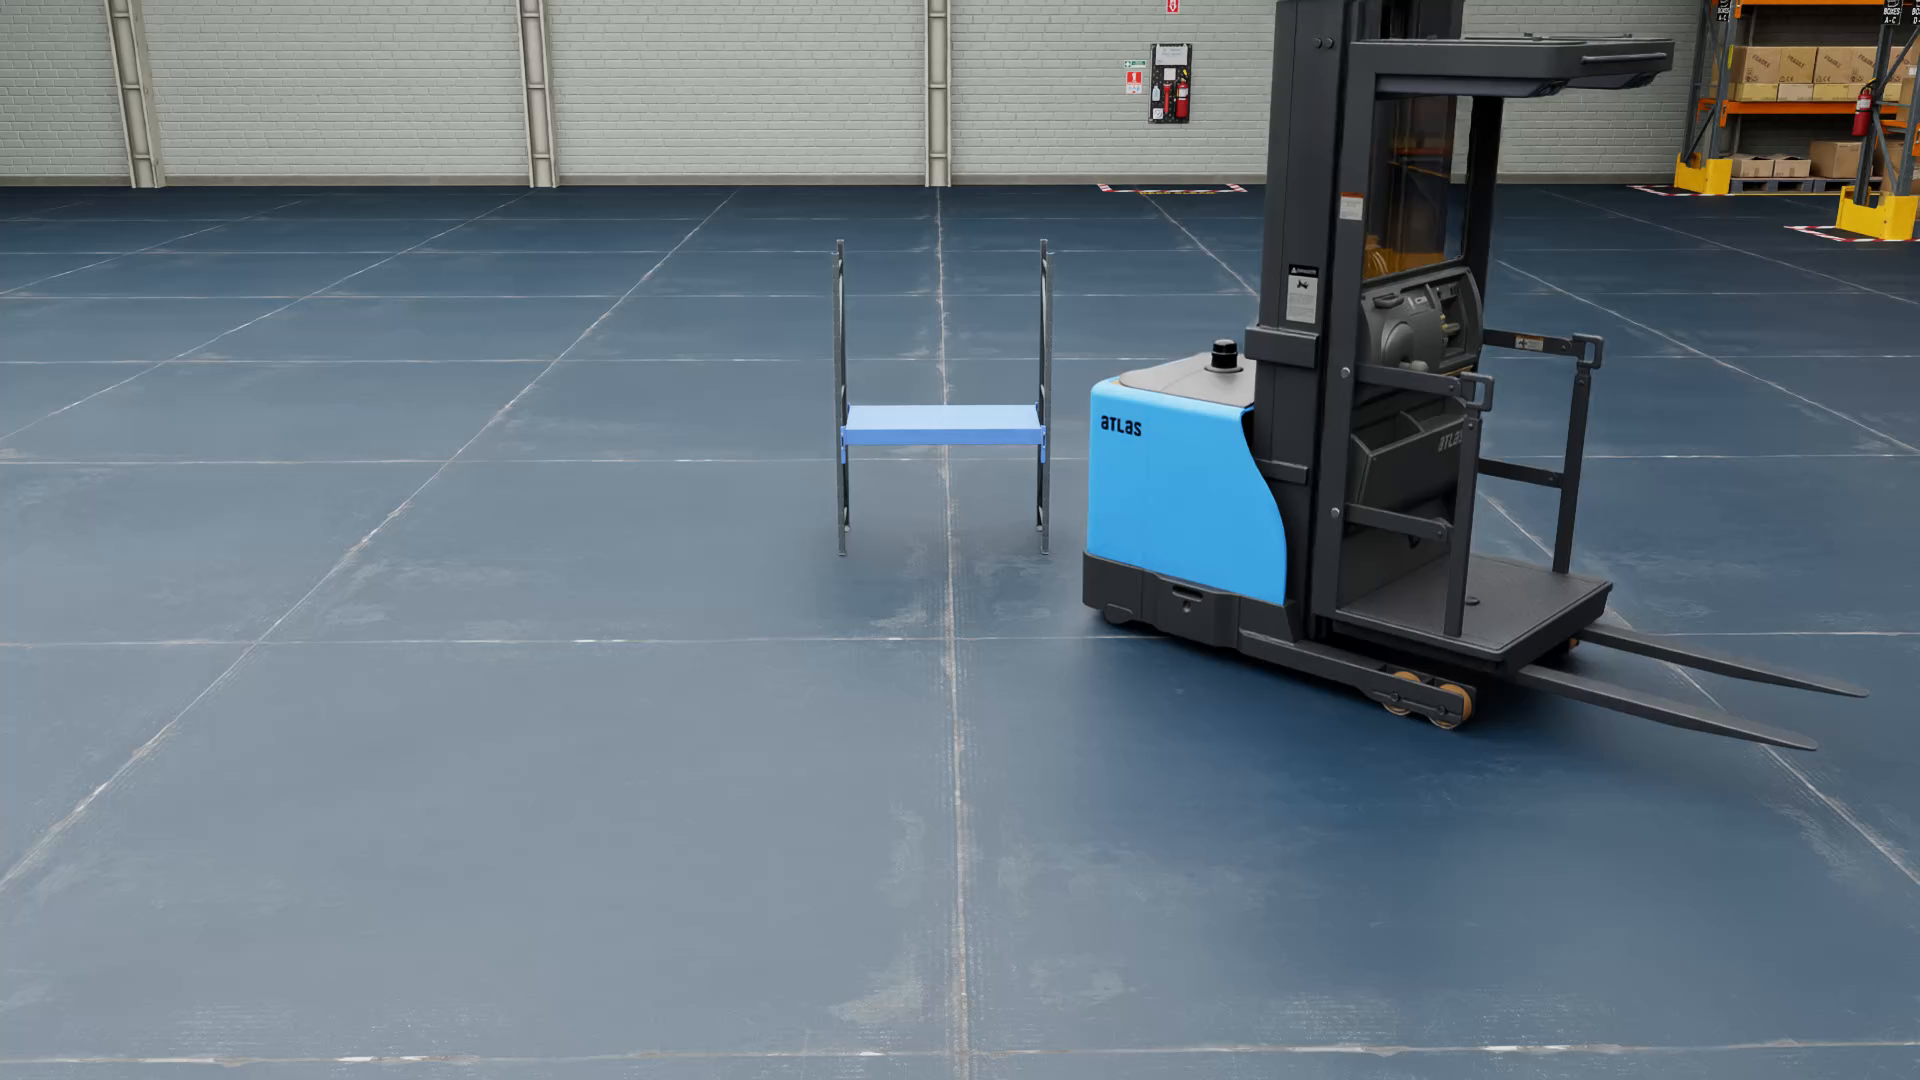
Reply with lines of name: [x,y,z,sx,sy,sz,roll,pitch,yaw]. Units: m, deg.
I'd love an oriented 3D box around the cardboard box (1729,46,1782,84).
cardboard box: [11.460,-6.856,23.994,0.500,0.500,0.500,0,18,-1]

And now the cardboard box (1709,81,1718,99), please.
cardboard box: [11.442,-6.650,24.580,0.500,0.250,0.500,0,18,0]

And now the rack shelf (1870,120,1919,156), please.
rack shelf: [13.059,-4.804,19.792,4.000,0.370,1.077,0,18,-1]

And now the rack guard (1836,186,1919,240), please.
rack guard: [11.036,-3.947,20.033,0.348,0.500,1.175,0,18,-1]

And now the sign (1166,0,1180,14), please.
sign: [3.183,-8.023,24.852,0.199,0.298,0.001,0,18,-1]

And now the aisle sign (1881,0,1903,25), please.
aisle sign: [10.989,-6.465,19.533,0.004,0.787,0.394,0,18,-1]

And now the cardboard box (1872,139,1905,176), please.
cardboard box: [13.940,-5.672,24.689,0.500,0.500,0.500,-2,18,-5]

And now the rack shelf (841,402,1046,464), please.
rack shelf: [-0.085,-0.542,8.372,1.000,0.185,0.538,0,18,-1]

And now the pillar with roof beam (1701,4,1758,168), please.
pillar with roof beam: [11.732,-8.460,20.187,0.400,9.000,9.100,0,18,-1]

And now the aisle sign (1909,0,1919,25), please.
aisle sign: [10.999,-6.281,18.962,0.004,0.787,0.394,0,18,-1]

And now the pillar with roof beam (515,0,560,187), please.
pillar with roof beam: [-6.266,-8.373,19.917,0.400,9.000,9.100,0,18,-1]

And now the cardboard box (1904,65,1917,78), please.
cardboard box: [11.439,-5.554,19.725,0.250,0.149,0.380,-1,18,-2]

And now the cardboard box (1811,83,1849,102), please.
cardboard box: [12.499,-6.501,24.116,0.500,0.250,0.500,-1,18,-2]

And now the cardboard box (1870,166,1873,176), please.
cardboard box: [13.378,-5.520,24.791,0.250,0.149,0.380,-2,18,-5]

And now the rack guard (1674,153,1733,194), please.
rack guard: [11.054,-5.460,24.751,0.348,0.500,1.175,0,18,-1]

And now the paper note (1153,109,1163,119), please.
paper note: [3.015,-6.489,25.309,0.142,0.148,0.016,0,18,-1]

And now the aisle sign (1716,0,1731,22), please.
aisle sign: [10.910,-7.796,23.684,0.004,0.787,0.394,0,18,-1]

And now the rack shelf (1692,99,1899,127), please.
rack shelf: [12.977,-6.317,24.508,4.000,0.370,1.077,0,18,-1]

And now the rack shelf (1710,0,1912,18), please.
rack shelf: [12.977,-7.746,24.050,4.000,0.370,1.077,0,18,-1]

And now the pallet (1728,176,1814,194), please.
pallet: [11.866,-5.316,24.774,1.213,0.211,1.003,0,18,-1]

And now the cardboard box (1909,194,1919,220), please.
cardboard box: [11.599,-3.963,19.804,0.500,0.250,0.500,0,18,-1]

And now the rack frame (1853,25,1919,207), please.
rack frame: [11.060,-5.137,19.652,0.127,3.000,1.000,0,18,-1]

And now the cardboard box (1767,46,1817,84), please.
cardboard box: [11.954,-6.855,23.992,0.500,0.500,0.500,0,18,-1]

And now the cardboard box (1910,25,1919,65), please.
cardboard box: [11.579,-5.801,19.434,0.500,0.500,0.700,0,18,-1]

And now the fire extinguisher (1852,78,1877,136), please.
fire extinguisher: [10.934,-5.242,20.104,0.183,0.674,0.296,0,18,-1]

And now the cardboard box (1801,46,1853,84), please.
cardboard box: [12.471,-6.856,23.994,0.500,0.500,0.500,-1,18,-3]

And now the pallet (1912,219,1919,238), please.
pallet: [11.823,-3.826,20.129,1.213,0.211,1.003,0,18,-1]

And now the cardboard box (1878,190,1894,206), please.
cardboard box: [11.591,-4.121,20.297,0.500,0.250,0.500,0,18,-1]

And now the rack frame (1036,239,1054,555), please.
rack frame: [0.423,-0.716,8.325,0.032,1.500,0.500,0,18,-1]

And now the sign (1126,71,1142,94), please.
sign: [2.639,-6.935,25.196,0.234,0.329,0.001,0,18,-1]

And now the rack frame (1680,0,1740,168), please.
rack frame: [10.978,-6.650,24.368,0.127,3.000,1.000,0,18,-1]

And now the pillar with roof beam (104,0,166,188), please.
pillar with roof beam: [-12.265,-8.344,19.826,0.400,9.000,9.100,0,18,-1]

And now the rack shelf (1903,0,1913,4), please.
rack shelf: [13.059,-6.233,19.334,4.000,0.370,1.077,0,18,-1]

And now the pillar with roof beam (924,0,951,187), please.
pillar with roof beam: [-0.267,-8.402,20.007,0.400,9.000,9.100,0,18,-1]

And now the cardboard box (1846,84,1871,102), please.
cardboard box: [13.004,-6.503,24.122,0.500,0.250,0.500,0,18,0]

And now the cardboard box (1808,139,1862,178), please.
cardboard box: [12.975,-5.636,24.579,0.500,0.500,0.700,-1,18,-4]

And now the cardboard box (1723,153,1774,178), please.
cardboard box: [11.671,-5.555,24.636,0.500,0.311,0.500,-2,18,-7]

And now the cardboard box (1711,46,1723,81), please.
cardboard box: [11.446,-7.013,24.483,0.500,0.500,0.500,0,18,-1]

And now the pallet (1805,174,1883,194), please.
pallet: [13.083,-5.321,24.789,1.213,0.211,1.003,0,18,-1]

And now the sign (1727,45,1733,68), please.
sign: [10.986,-6.897,23.719,0.005,0.325,0.100,0,18,-1]

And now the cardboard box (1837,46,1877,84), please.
cardboard box: [12.987,-6.862,24.013,0.500,0.500,0.500,0,18,1]

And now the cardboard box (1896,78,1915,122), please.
cardboard box: [11.526,-5.183,19.631,0.500,0.500,0.700,0,18,-1]

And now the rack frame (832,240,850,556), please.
rack frame: [-0.594,-0.711,8.310,0.032,1.500,0.500,0,18,-1]

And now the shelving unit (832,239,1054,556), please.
shelving unit: [-0.085,-0.714,8.317,1.048,1.500,0.538,0,18,-1]

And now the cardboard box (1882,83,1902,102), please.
cardboard box: [13.507,-6.506,24.131,0.500,0.250,0.500,0,18,-1]

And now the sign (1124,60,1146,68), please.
sign: [2.643,-7.184,25.106,0.331,0.109,0.001,0,18,-1]

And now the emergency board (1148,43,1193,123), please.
emergency board: [3.193,-6.889,25.111,0.643,1.169,0.194,0,18,-1]

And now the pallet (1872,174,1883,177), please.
pallet: [14.306,-5.328,24.810,1.213,0.211,1.003,0,18,-1]

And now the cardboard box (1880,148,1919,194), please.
cardboard box: [11.591,-4.479,20.184,0.500,0.500,0.500,0,18,-1]

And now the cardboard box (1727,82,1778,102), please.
cardboard box: [11.471,-6.494,24.093,0.500,0.250,0.500,-1,18,-2]

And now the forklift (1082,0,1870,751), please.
forklift: [1.981,-0.859,6.428,3.031,2.935,1.130,15,23,39]

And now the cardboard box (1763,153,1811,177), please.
cardboard box: [12.241,-5.558,24.645,0.500,0.311,0.500,1,18,4]

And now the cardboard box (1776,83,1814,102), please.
cardboard box: [11.989,-6.501,24.114,0.500,0.250,0.500,-1,18,-3]

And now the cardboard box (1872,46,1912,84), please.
cardboard box: [13.507,-6.865,24.022,0.500,0.500,0.500,-1,18,-2]
